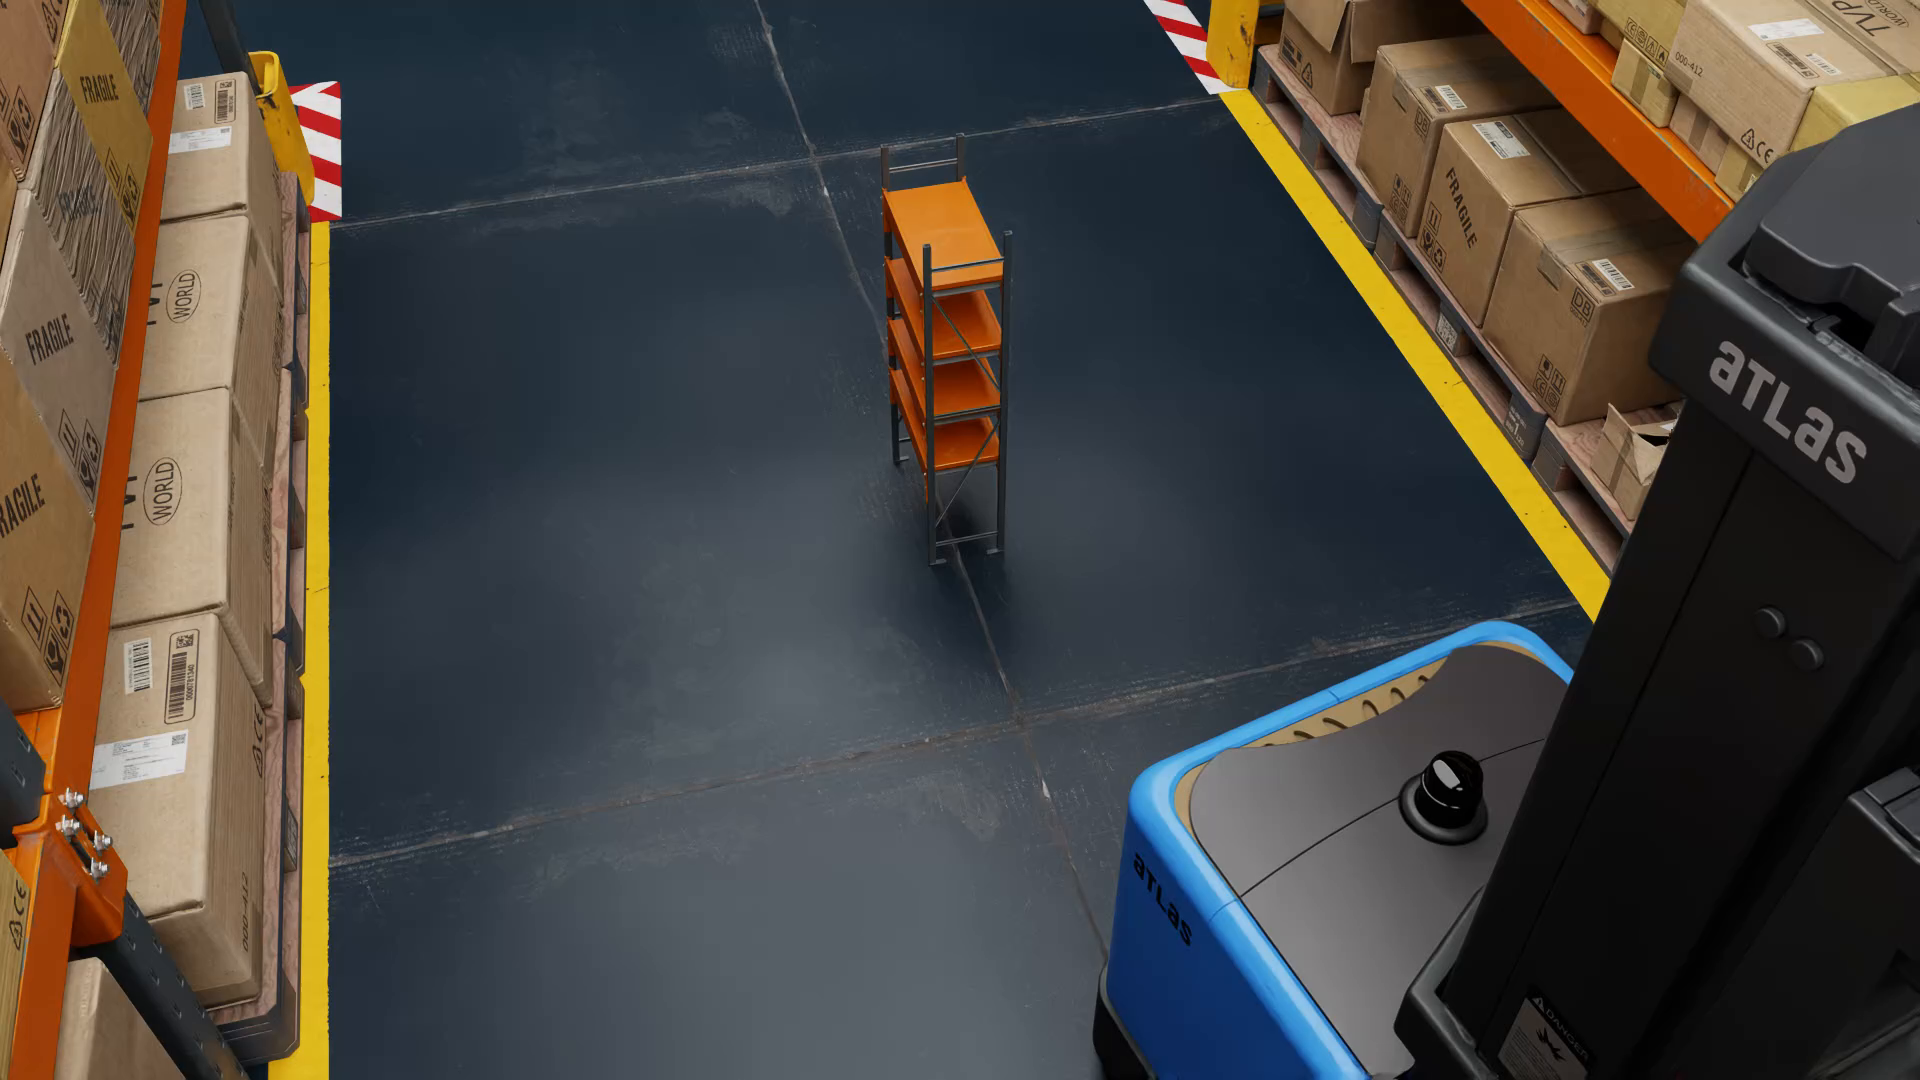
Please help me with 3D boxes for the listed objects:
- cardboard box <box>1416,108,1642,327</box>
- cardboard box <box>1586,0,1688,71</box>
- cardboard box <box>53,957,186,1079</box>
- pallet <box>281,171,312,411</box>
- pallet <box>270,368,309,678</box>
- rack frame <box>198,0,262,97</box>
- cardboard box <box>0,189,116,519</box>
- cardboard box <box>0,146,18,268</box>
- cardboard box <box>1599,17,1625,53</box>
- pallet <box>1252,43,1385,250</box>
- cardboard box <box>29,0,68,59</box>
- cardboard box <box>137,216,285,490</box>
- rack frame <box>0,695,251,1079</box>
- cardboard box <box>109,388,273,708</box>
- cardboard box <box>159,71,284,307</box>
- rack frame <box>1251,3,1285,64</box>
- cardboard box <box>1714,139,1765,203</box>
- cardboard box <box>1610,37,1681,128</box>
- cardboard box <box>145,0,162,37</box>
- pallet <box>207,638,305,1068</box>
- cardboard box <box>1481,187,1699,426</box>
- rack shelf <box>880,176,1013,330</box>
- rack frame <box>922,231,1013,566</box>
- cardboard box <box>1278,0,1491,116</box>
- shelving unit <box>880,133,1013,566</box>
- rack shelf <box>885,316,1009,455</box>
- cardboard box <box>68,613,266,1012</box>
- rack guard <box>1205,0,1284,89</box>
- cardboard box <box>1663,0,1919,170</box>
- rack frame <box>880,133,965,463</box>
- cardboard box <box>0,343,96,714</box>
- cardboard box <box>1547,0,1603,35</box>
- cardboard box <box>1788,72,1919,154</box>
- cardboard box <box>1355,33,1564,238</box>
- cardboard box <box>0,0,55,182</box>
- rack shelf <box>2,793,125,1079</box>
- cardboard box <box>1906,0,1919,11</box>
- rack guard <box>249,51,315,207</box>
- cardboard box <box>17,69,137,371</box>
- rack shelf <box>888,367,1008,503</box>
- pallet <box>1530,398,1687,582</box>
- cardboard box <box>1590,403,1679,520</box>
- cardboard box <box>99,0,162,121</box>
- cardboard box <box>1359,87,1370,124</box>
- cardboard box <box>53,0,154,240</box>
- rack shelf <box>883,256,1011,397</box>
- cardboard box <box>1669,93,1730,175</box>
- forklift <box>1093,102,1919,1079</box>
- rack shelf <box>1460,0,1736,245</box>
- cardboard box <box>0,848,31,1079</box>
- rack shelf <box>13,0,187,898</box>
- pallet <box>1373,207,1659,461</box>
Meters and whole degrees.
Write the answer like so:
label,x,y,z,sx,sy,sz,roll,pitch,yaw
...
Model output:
label,x,y,z,sx,sy,sz,roll,pitch,yaw
cardboard box,1.943,-1.109,5.693,0.500,0.500,0.500,-10,46,-10
cardboard box,2.058,-1.544,4.560,0.500,0.250,0.500,-11,47,-11
cardboard box,-1.879,1.425,2.947,0.875,0.875,0.875,-9,46,-9
pallet,-2.859,-0.833,5.919,1.003,0.211,1.213,-11,47,-10
pallet,-2.550,0.007,5.095,1.003,0.211,1.213,-11,47,-10
rack frame,-3.139,-2.347,5.450,1.000,3.000,0.127,-11,47,-10
cardboard box,-2.107,-0.340,3.413,0.500,0.500,0.500,-10,47,-10
cardboard box,-2.126,-0.693,3.059,0.500,0.500,0.500,-11,47,-11
cardboard box,2.087,-1.488,4.784,0.380,0.149,0.250,-10,46,-10
pallet,1.883,-1.678,6.747,1.003,0.211,1.213,-11,47,-10
cardboard box,-2.373,-1.398,3.749,0.500,0.500,0.500,-11,47,-11
cardboard box,-2.631,-0.530,5.169,0.875,0.438,0.875,-10,46,-9
rack frame,-2.112,0.414,2.744,0.949,2.616,0.053,-11,47,-10
cardboard box,-2.402,0.093,4.558,0.875,0.438,0.875,-12,47,-11
cardboard box,-2.874,-1.160,5.786,0.875,0.438,0.875,-12,47,-12
rack frame,1.658,-3.257,6.342,1.000,3.000,0.127,-11,47,-10
cardboard box,2.179,-0.932,4.239,0.380,0.149,0.250,-10,46,-9
cardboard box,2.045,-1.290,4.590,0.380,0.149,0.250,-11,47,-11
cardboard box,-2.646,-1.748,4.793,0.500,0.500,0.500,-12,47,-11
pallet,-2.234,0.851,4.268,1.003,0.211,1.213,-11,47,-10
cardboard box,2.170,-0.776,5.366,0.700,0.500,0.500,-12,47,-12
rack shelf,-0.042,-0.809,4.653,0.258,0.148,0.480,-11,47,-10
rack frame,0.020,-0.366,4.768,0.240,1.200,0.015,-11,47,-10
cardboard box,1.723,-2.091,6.653,0.797,0.503,0.637,-12,47,-12
shelving unit,-0.042,-0.534,4.933,0.258,1.200,0.503,-11,47,-10
rack shelf,-0.042,-0.487,4.982,0.258,0.148,0.480,-11,47,-10
cardboard box,-2.172,0.711,3.953,0.875,0.438,0.875,-11,47,-11
rack guard,1.678,-2.330,7.183,1.175,0.500,0.348,-11,47,-10
cardboard box,2.173,-1.197,4.220,0.500,0.250,0.500,-11,47,-10
rack frame,-0.105,-0.703,5.099,0.240,1.200,0.015,-11,47,-10
cardboard box,-1.982,0.008,3.072,0.500,0.500,0.500,-9,46,-9
cardboard box,1.979,-1.650,4.943,0.380,0.149,0.250,-11,47,-10
cardboard box,2.316,-0.854,3.884,0.500,0.250,0.500,-10,46,-9
cardboard box,1.904,-1.492,6.068,0.700,0.500,0.500,-9,46,-9
cardboard box,-2.246,-1.049,3.408,0.500,0.500,0.500,-10,46,-10
rack shelf,-1.603,2.047,1.647,1.077,0.370,4.000,-11,47,-10
cardboard box,2.681,-1.283,4.304,0.500,0.250,0.500,-11,47,-11
rack guard,-3.145,-1.489,6.359,1.175,0.500,0.348,-11,47,-10
cardboard box,-2.228,-0.685,3.751,0.500,0.500,0.500,-10,47,-10
rack shelf,-0.042,-0.348,5.123,0.258,0.148,0.480,-11,47,-10
pallet,2.507,0.006,5.096,1.003,0.211,1.213,-11,47,-10
cardboard box,2.164,-0.263,5.028,0.396,0.266,0.258,-9,46,-9
cardboard box,-2.505,-1.395,4.447,0.500,0.500,0.500,-9,46,-9
cardboard box,1.794,-1.666,6.485,0.380,0.149,0.250,-12,47,-12
cardboard box,-2.360,-1.041,4.100,0.500,0.500,0.500,-9,46,-9
rack shelf,-0.042,-0.644,4.822,0.258,0.148,0.480,-11,47,-10
cardboard box,2.138,-1.118,4.422,0.380,0.149,0.250,-10,46,-9
forklift,1.440,0.973,2.245,1.130,2.935,3.031,-20,49,-19
rack shelf,2.170,-1.625,5.246,1.077,0.370,4.000,-11,47,-10
cardboard box,-1.757,0.731,2.539,0.500,0.250,0.500,-12,47,-11
rack shelf,-2.627,-0.714,4.354,1.077,0.370,4.000,-11,47,-10
pallet,2.191,-0.838,5.923,1.003,0.211,1.213,-11,47,-10
